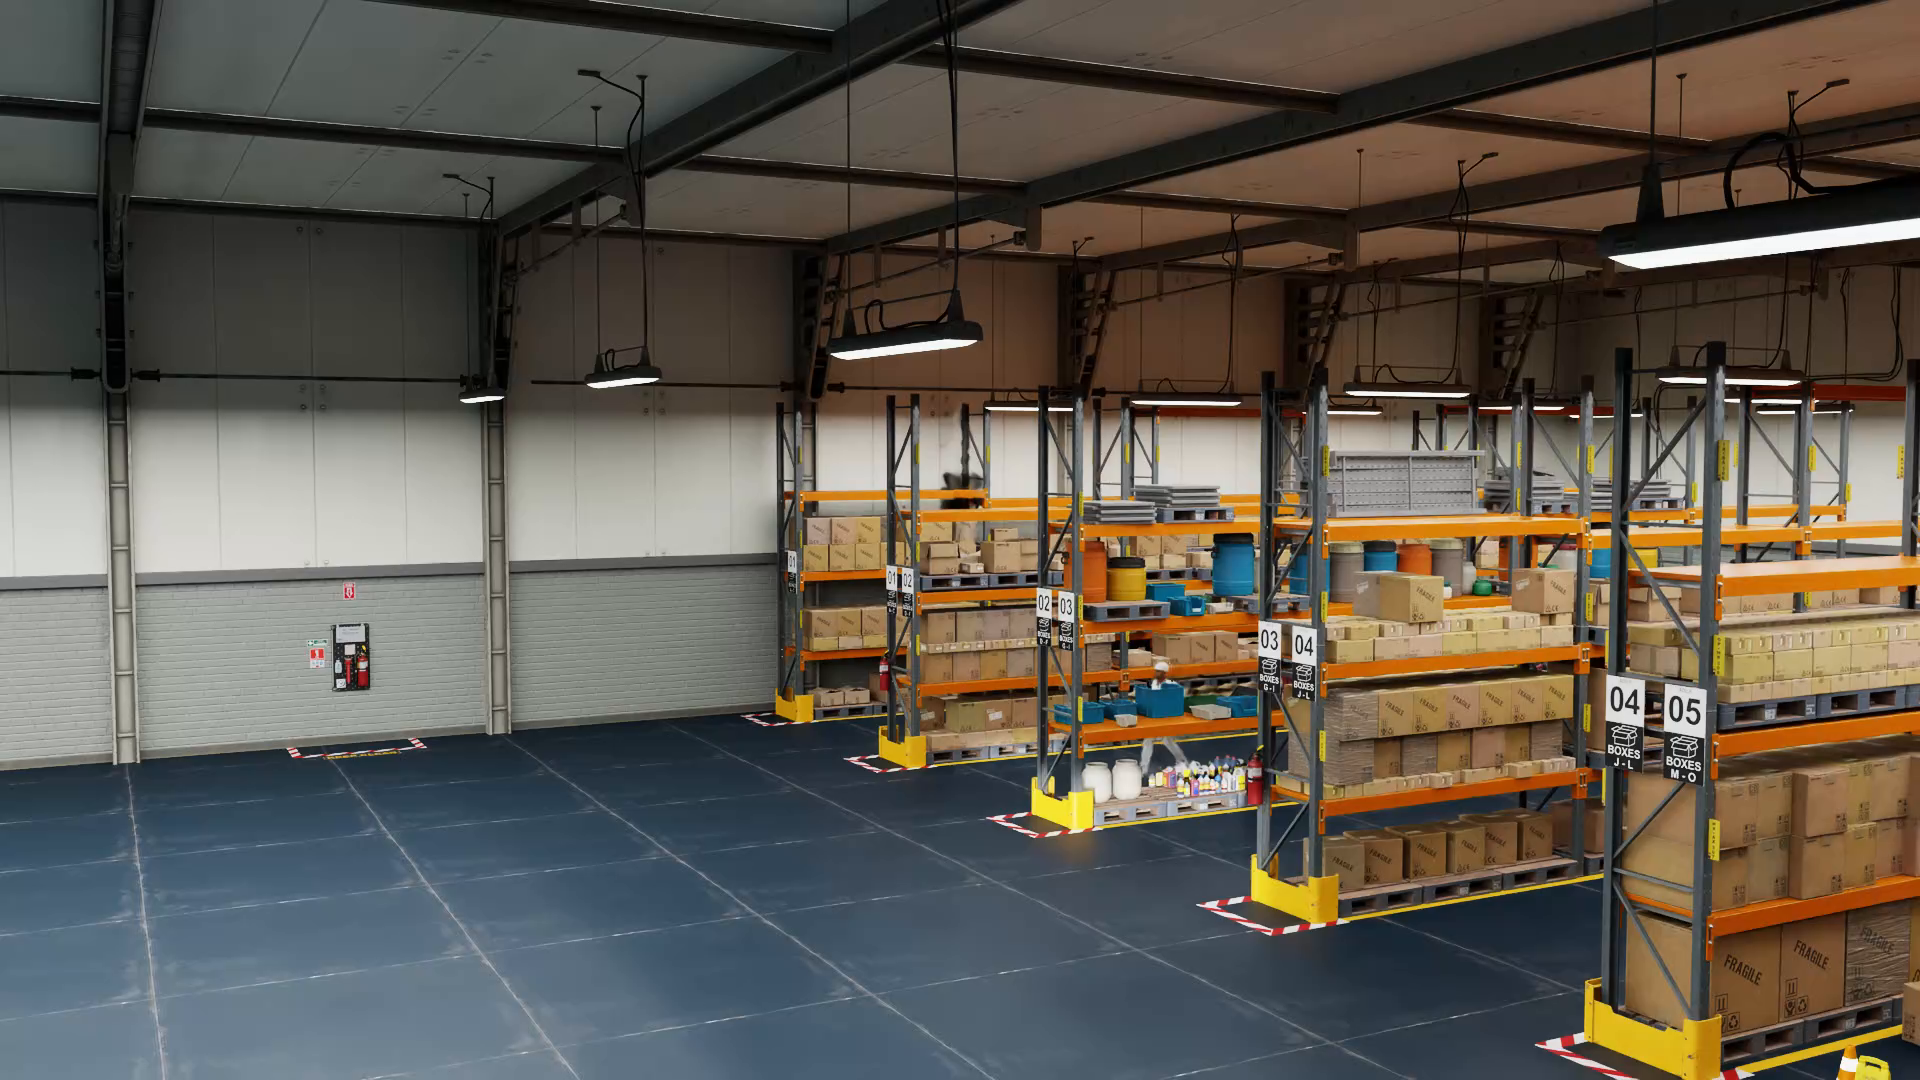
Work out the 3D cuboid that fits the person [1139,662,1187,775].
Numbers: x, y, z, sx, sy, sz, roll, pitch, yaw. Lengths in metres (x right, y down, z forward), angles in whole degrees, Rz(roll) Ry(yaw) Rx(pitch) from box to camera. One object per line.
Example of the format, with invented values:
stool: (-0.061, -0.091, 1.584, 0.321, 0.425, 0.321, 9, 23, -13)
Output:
person: (3.121, 2.788, 25.948, 0.946, 1.776, 0.693, -2, 4, -32)
